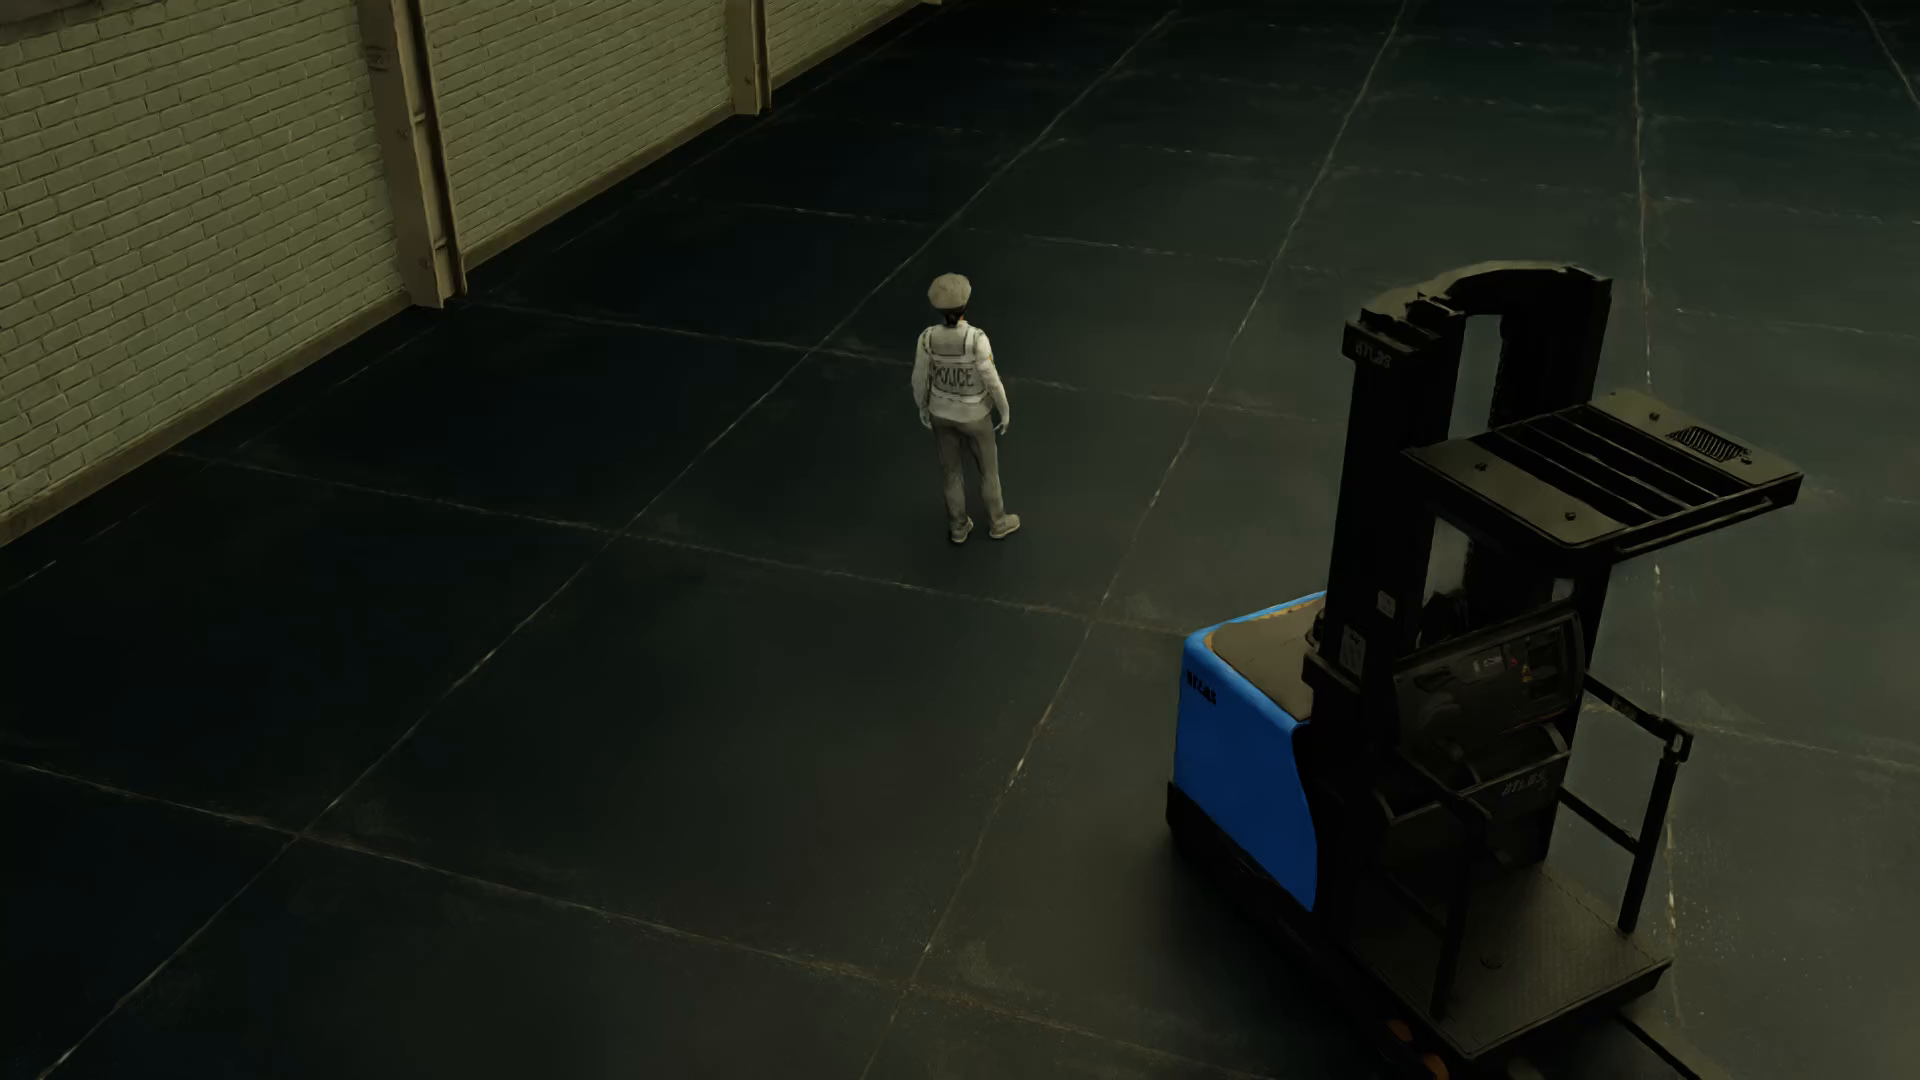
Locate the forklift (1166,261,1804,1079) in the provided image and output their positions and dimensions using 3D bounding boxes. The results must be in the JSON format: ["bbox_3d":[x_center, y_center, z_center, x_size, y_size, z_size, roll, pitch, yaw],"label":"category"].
[{"bbox_3d":[2.097,0.595,6.093,1.130,2.935,3.031,-15,33,-24],"label":"forklift"}]

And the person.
[{"bbox_3d":[0.029,-0.773,9.726,0.586,1.695,0.532,10,31,16],"label":"person"}]
